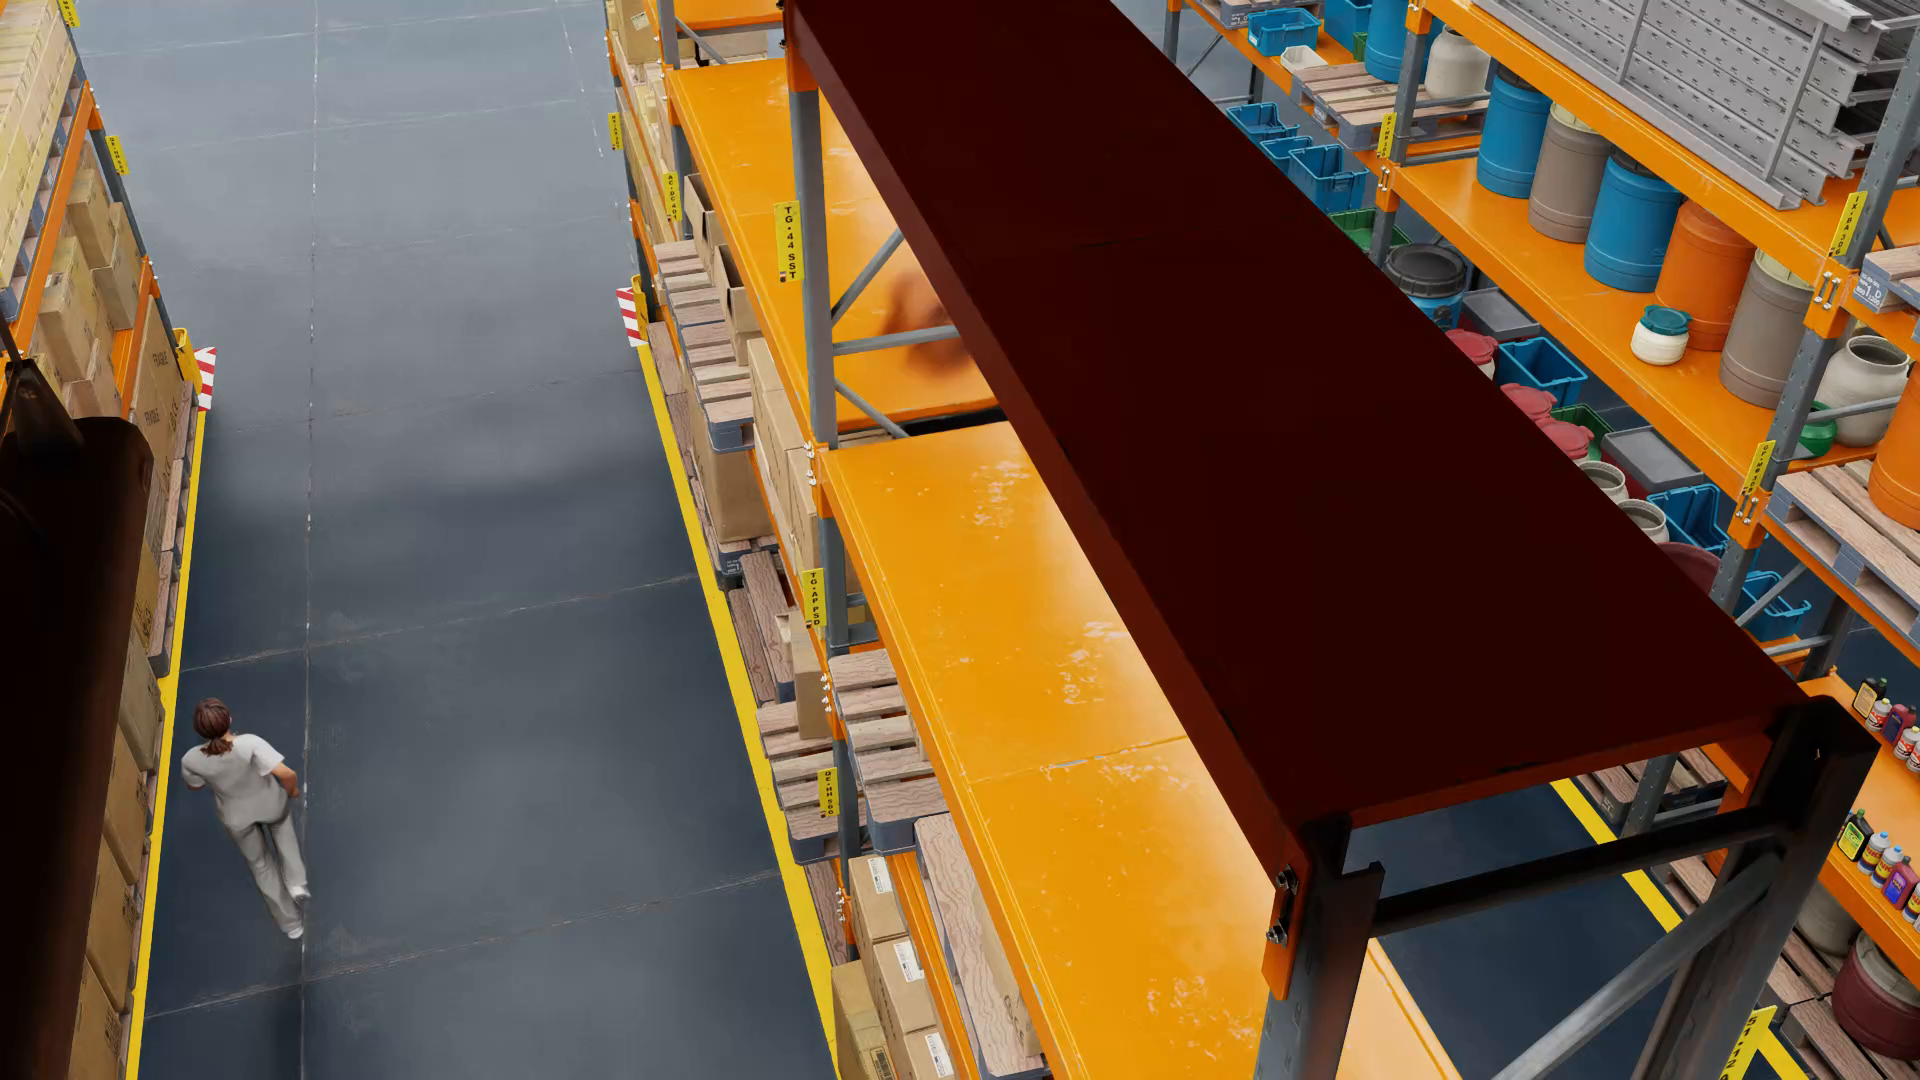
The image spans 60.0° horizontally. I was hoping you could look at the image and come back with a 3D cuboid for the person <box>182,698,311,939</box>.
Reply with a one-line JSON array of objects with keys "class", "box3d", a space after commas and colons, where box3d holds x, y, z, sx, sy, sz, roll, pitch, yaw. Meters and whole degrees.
[{"class": "person", "box3d": [-3.892, 1.470, 9.175, 0.551, 1.686, 0.609, -16, 41, -19]}]
